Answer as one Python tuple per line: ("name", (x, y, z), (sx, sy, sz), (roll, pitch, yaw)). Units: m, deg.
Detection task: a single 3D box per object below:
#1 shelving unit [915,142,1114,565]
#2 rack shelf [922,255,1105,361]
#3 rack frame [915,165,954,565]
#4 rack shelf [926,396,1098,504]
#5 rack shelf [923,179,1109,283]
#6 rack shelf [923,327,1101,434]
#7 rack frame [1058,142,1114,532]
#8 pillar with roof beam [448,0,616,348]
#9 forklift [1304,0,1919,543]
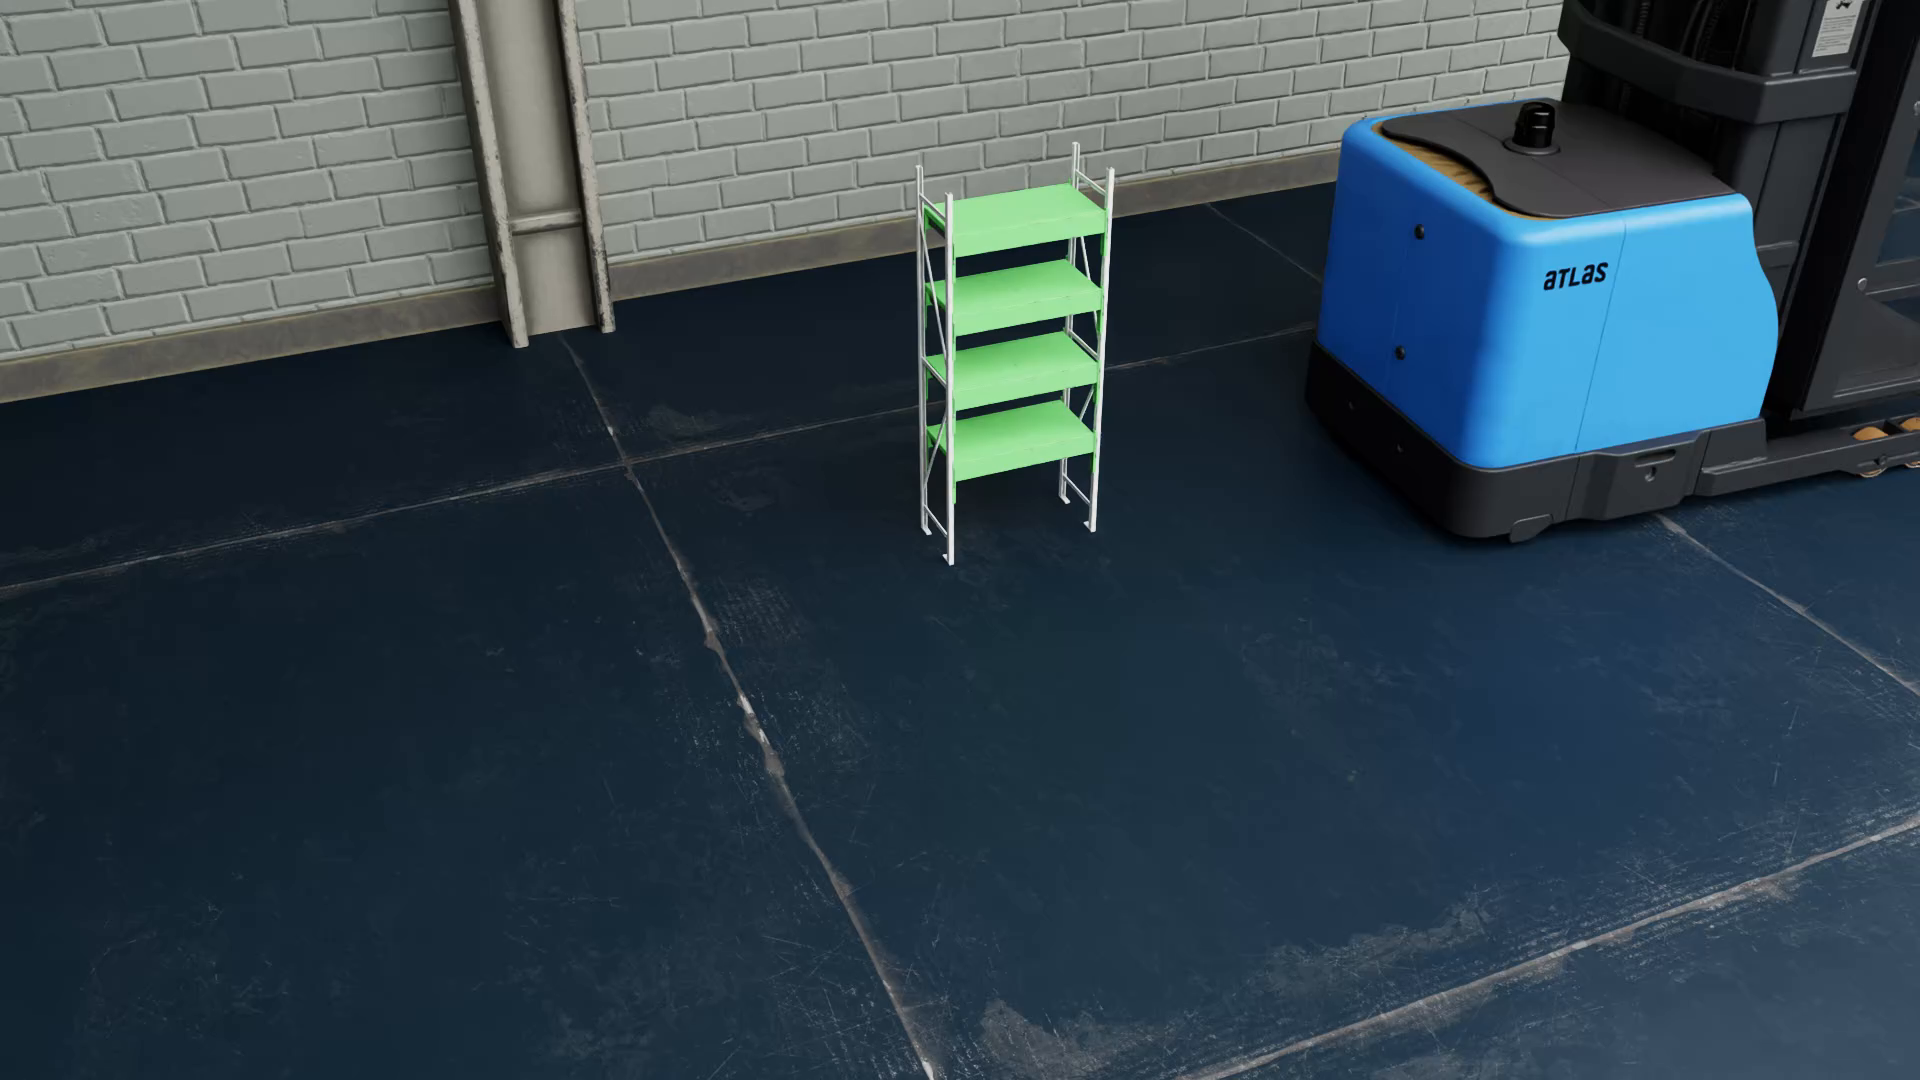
("shelving unit", (0.153, -0.538, 4.976), (0.503, 1.200, 0.258), (-13, 35, -19))
("rack shelf", (0.153, -0.685, 4.880), (0.480, 0.148, 0.258), (-13, 35, -19))
("rack frame", (-0.072, -0.486, 4.897), (0.015, 1.200, 0.240), (-13, 35, -19))
("rack shelf", (0.153, -0.283, 5.142), (0.480, 0.148, 0.258), (-13, 35, -19))
("rack shelf", (0.153, -0.887, 4.750), (0.480, 0.148, 0.258), (-13, 35, -19))
("rack shelf", (0.153, -0.484, 5.011), (0.480, 0.148, 0.258), (-13, 35, -19))
("rack frame", (0.378, -0.589, 5.056), (0.015, 1.200, 0.240), (-13, 35, -19))
("pillar with roof beam", (0.078, -2.461, 0.781), (0.400, 9.000, 9.100), (-13, 35, -19))
("forklift", (2.792, -1.698, 5.173), (3.031, 2.935, 1.130), (-11, 35, -16))
